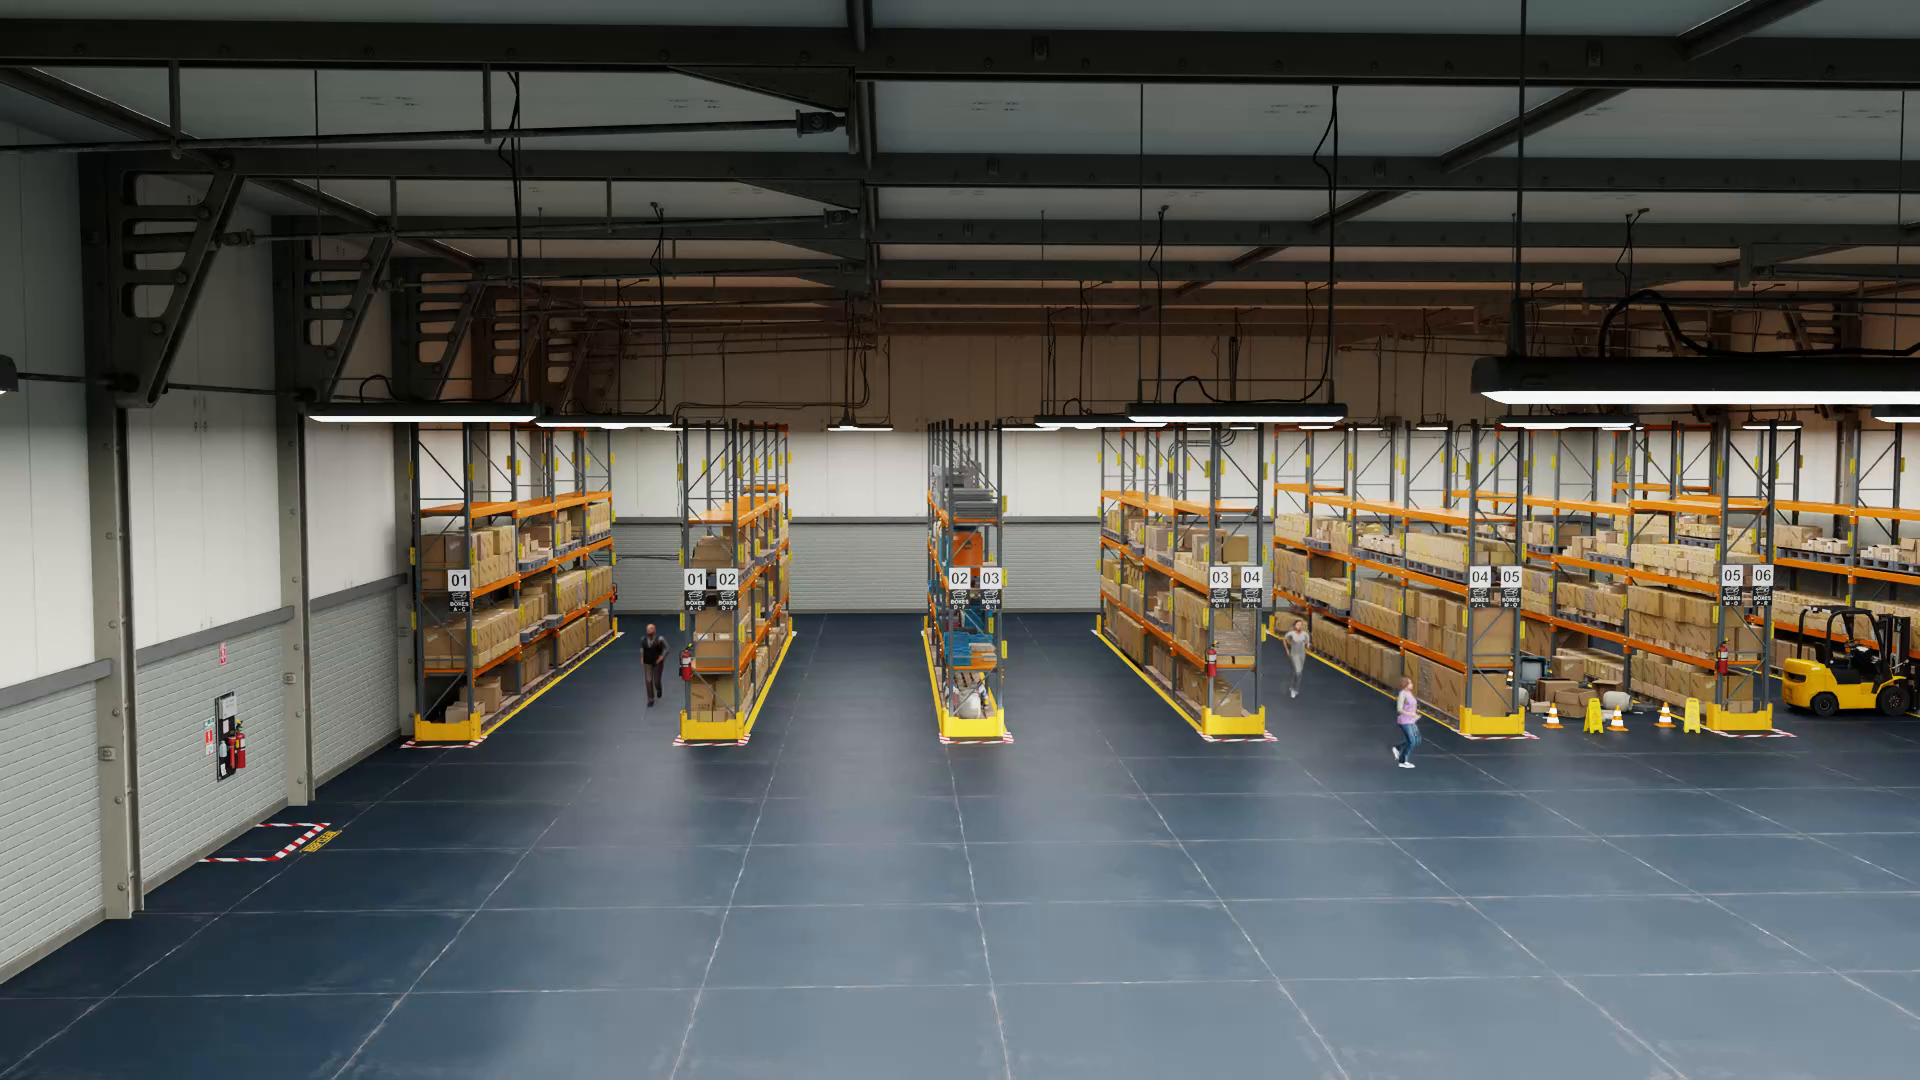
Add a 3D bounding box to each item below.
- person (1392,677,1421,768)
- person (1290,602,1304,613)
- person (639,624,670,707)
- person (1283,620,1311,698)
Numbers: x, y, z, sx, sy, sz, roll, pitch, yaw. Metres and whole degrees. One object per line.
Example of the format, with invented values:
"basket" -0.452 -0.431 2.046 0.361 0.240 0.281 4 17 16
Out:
"person" 7.652 3.122 28.457 0.555 1.552 0.531 3 4 35
"person" 10.023 1.786 48.957 0.530 1.620 0.587 -1 4 -9
"person" -6.445 2.633 35.118 0.671 1.744 0.732 0 4 6
"person" 7.363 2.573 36.215 0.561 1.697 0.726 -1 4 -13
